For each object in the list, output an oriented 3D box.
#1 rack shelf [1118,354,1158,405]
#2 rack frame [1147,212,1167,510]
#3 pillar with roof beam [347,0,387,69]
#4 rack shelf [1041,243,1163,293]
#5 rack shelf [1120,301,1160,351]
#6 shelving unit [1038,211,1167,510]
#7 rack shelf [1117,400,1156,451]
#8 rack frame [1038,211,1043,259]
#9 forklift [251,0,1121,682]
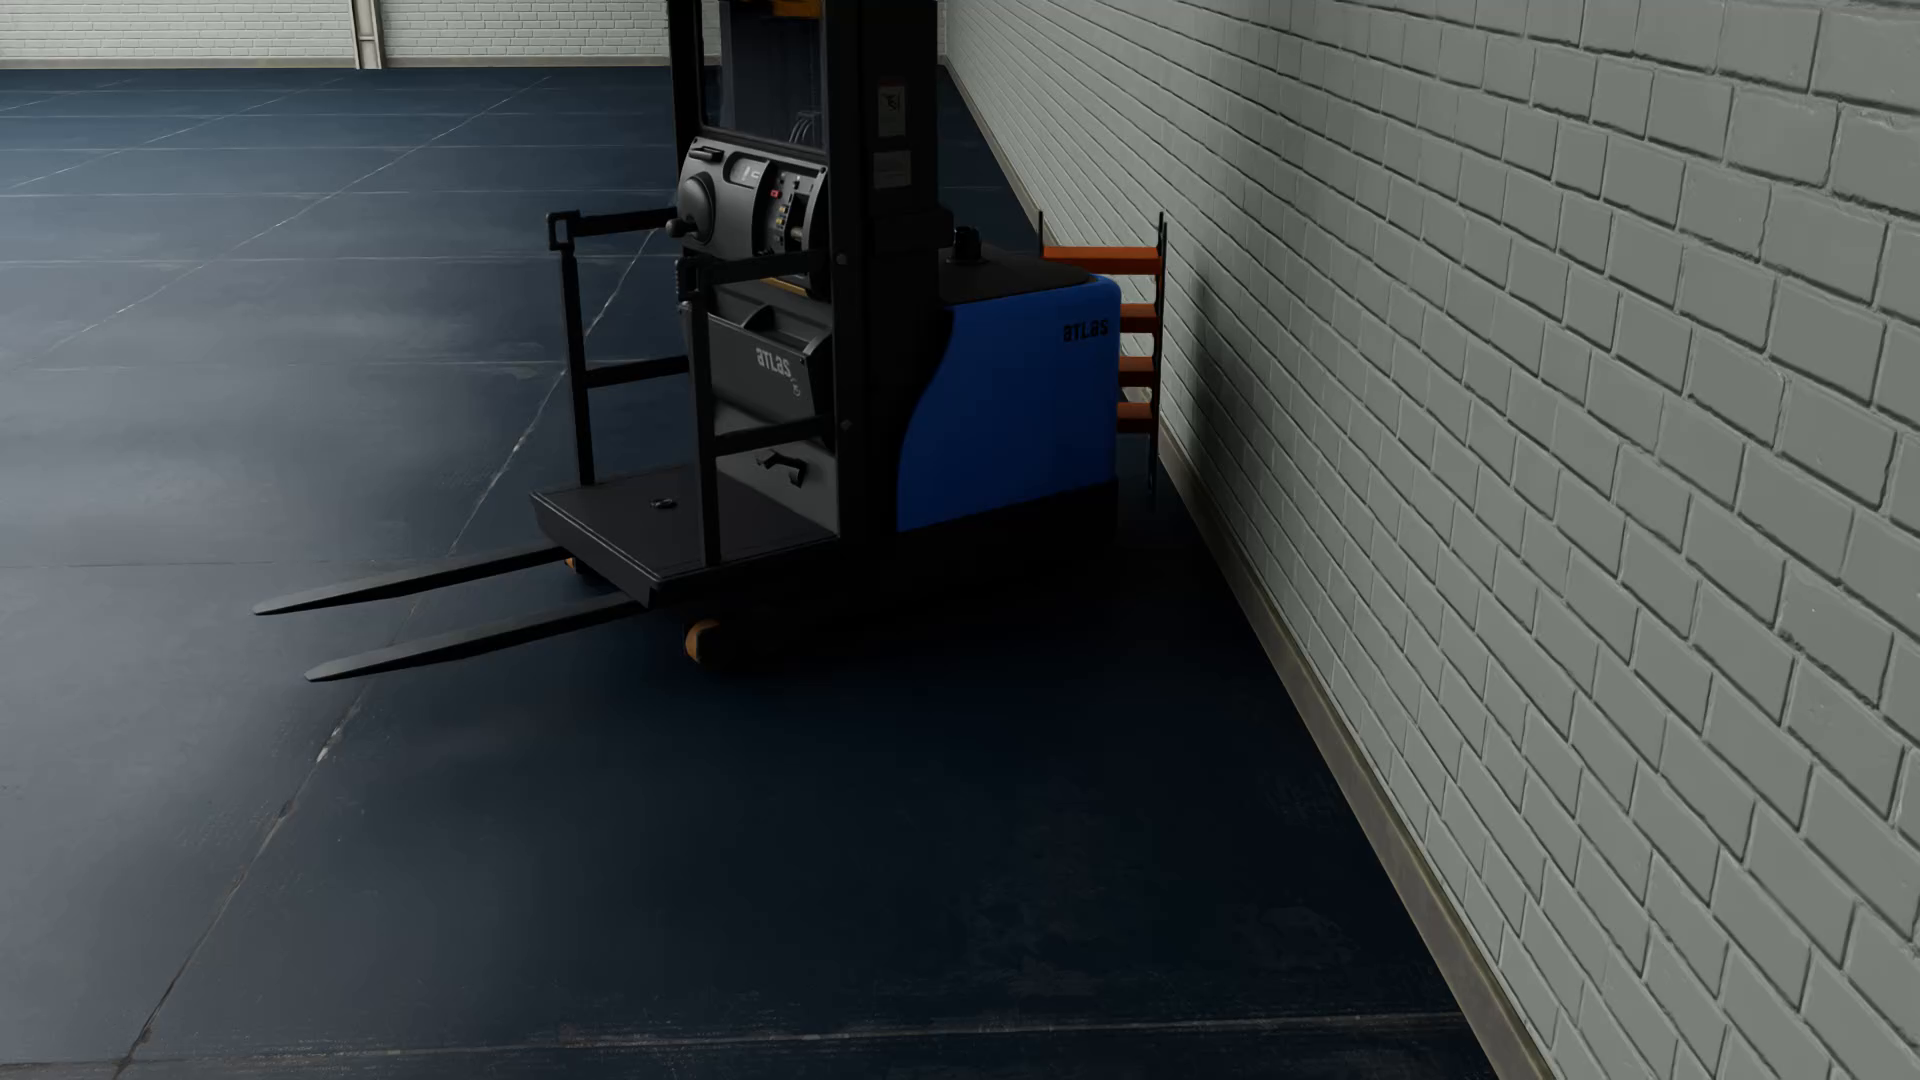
[{"bbox_3d":[0.567,-0.668,6.879,0.480,0.148,0.258,1,21,2],"label":"rack shelf"},{"bbox_3d":[0.811,-0.727,6.845,0.015,1.200,0.240,1,21,2],"label":"rack frame"},{"bbox_3d":[-8.953,-10.053,20.379,0.400,9.000,9.100,-1,21,-3],"label":"pillar with roof beam"},{"bbox_3d":[0.567,-1.098,6.715,0.480,0.148,0.258,1,21,2],"label":"rack shelf"},{"bbox_3d":[0.567,-0.877,6.799,0.480,0.148,0.258,1,21,2],"label":"rack shelf"},{"bbox_3d":[0.567,-0.731,6.855,0.503,1.200,0.258,1,21,2],"label":"shelving unit"},{"bbox_3d":[0.567,-0.483,6.950,0.480,0.148,0.258,1,21,2],"label":"rack shelf"},{"bbox_3d":[0.323,-0.735,6.865,0.015,1.200,0.240,1,21,2],"label":"rack frame"},{"bbox_3d":[-0.883,-1.156,5.538,3.031,2.935,1.130,-14,25,-33],"label":"forklift"}]
